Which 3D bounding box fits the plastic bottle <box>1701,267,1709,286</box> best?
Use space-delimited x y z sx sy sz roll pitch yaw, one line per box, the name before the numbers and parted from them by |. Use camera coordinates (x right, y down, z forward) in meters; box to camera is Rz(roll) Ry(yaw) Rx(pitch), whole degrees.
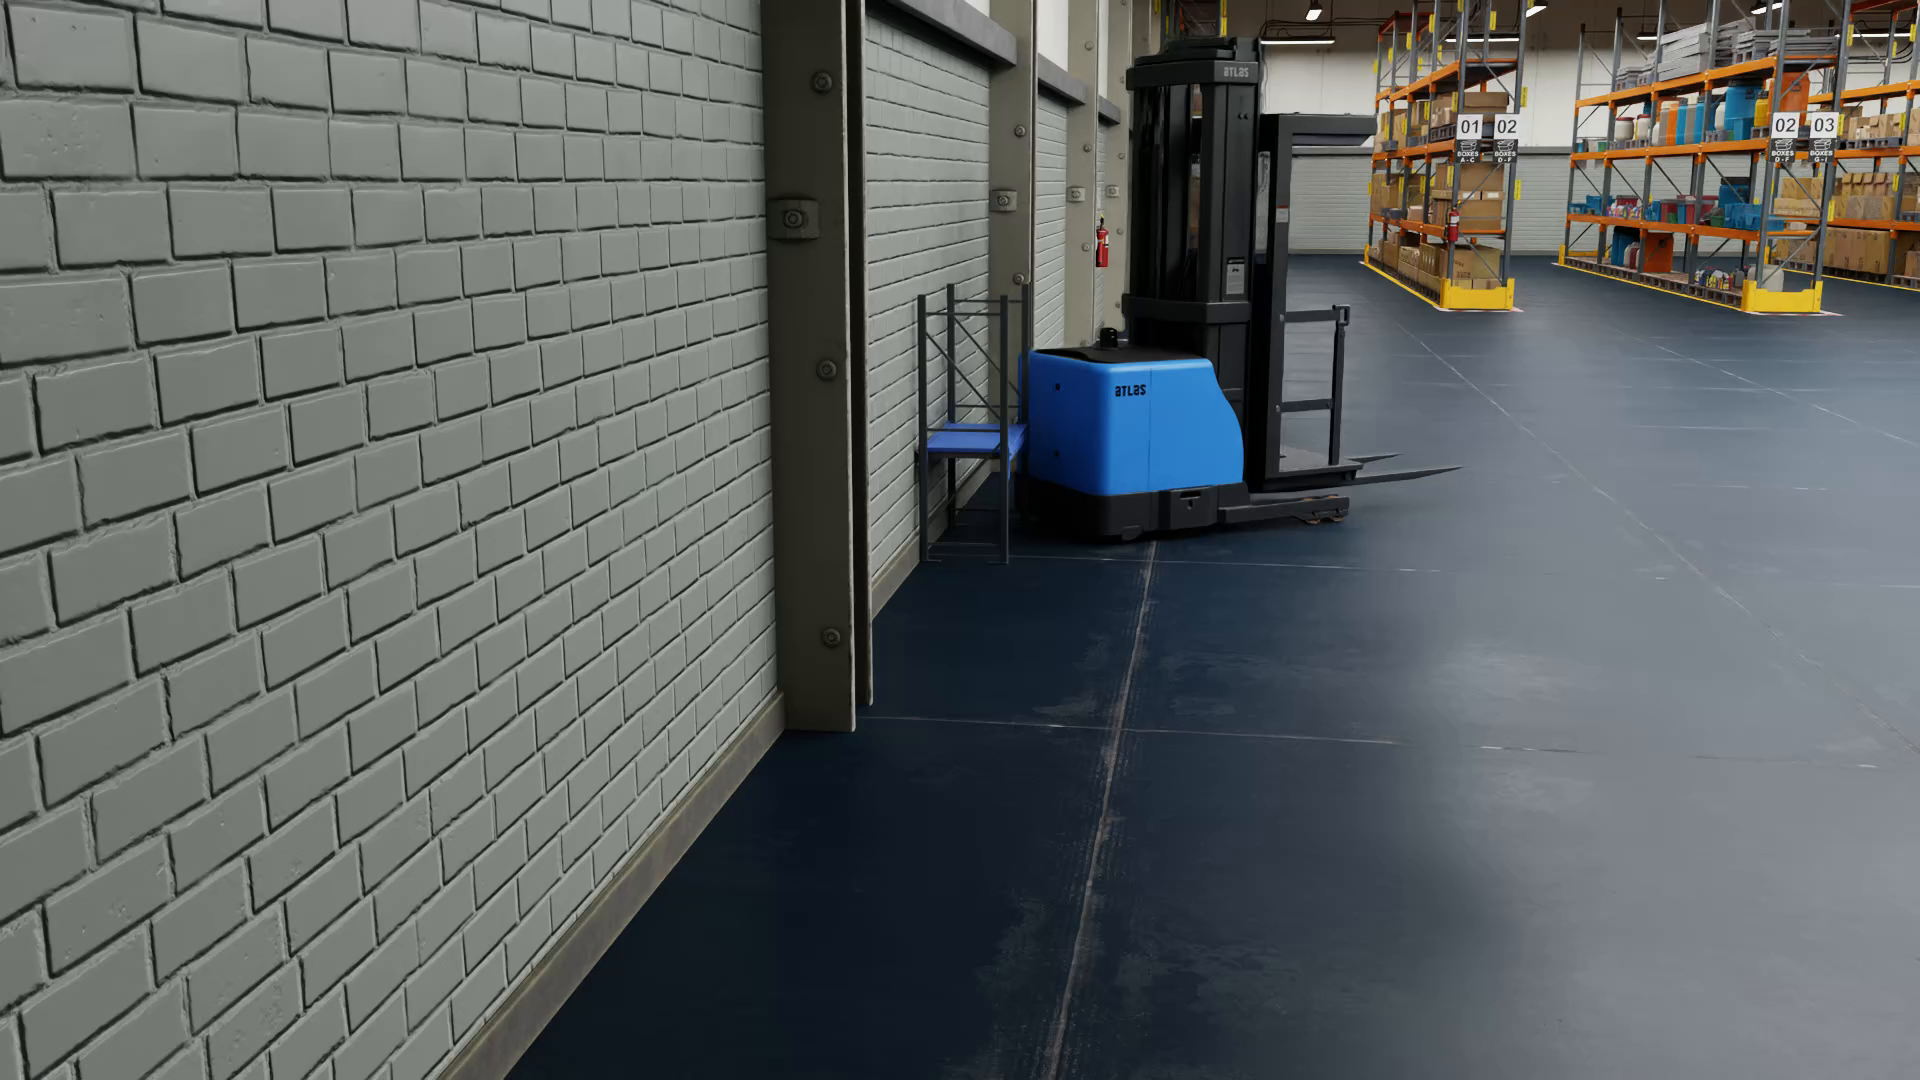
plastic bottle | 13.766 -4.860 30.670 0.144 0.351 0.185 2 12 10

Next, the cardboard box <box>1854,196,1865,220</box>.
cardboard box | 19.879 -7.244 36.251 0.500 0.500 0.500 2 12 10

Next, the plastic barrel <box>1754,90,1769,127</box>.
plastic barrel | 13.735 -7.267 28.031 0.600 0.588 0.600 0 12 0

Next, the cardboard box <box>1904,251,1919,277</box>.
cardboard box | 19.726 -5.620 33.840 0.700 0.500 0.500 1 12 6

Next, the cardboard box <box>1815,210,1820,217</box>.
cardboard box | 20.187 -7.605 38.757 0.380 0.149 0.250 2 12 10

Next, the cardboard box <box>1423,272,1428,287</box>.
cardboard box | 8.871 -4.823 30.781 0.500 0.250 0.500 2 12 9

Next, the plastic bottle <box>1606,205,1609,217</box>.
plastic bottle | 15.053 -7.641 38.604 0.061 0.283 0.133 2 12 9

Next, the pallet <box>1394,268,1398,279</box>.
pallet | 10.174 -5.880 36.776 1.003 0.211 1.213 2 12 9

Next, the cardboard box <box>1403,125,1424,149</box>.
cardboard box | 10.055 -8.696 35.866 0.910 0.500 0.500 2 12 9

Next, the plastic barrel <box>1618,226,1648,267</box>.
plastic barrel | 15.321 -6.680 37.852 0.600 0.901 0.708 2 12 9

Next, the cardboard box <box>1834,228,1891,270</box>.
cardboard box | 20.209 -6.446 36.832 1.225 0.875 0.875 1 12 7

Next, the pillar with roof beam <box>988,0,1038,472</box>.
pillar with roof beam | 4.634 -4.803 10.920 9.100 9.000 0.400 2 12 9

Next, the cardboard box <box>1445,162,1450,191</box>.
cardboard box | 9.113 -6.533 29.872 0.700 0.500 0.500 2 12 9

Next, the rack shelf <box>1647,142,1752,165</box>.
rack shelf | 14.608 -7.626 32.846 1.077 0.370 4.000 2 12 9

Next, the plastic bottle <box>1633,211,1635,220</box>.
plastic bottle | 14.672 -7.061 36.108 0.097 0.201 0.097 0 12 0

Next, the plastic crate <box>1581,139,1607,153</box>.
plastic crate | 15.639 -9.720 41.002 0.504 0.338 0.767 2 12 9

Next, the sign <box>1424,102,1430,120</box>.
sign | 8.869 -8.145 31.571 0.100 0.325 0.005 2 12 9

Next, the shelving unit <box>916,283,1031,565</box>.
shelving unit | 0.096 -0.711 9.731 0.538 1.500 1.048 2 12 9

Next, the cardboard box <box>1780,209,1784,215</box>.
cardboard box | 20.582 -8.140 41.239 0.380 0.149 0.250 2 12 7

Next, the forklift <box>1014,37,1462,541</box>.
forklift | 1.893 -1.622 10.564 3.031 2.935 1.130 -6 14 -27

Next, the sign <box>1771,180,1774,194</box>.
sign | 20.492 -8.913 41.991 0.100 0.325 0.005 2 12 9

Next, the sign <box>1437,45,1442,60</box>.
sign | 11.186 -11.371 38.805 0.100 0.325 0.005 2 12 9

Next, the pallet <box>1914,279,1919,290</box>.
pallet | 19.498 -4.988 32.638 1.003 0.211 1.213 2 12 9

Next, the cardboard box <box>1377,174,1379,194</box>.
cardboard box | 10.691 -8.889 41.510 0.500 0.500 0.500 2 12 8

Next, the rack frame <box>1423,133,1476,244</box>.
rack frame | 9.406 -6.256 31.903 1.000 3.000 0.127 2 12 9

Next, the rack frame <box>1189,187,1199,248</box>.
rack frame | 3.896 -5.583 28.780 1.000 3.000 0.127 2 12 9

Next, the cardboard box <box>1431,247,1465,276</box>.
cardboard box | 8.719 -4.981 29.736 0.500 0.500 0.500 2 12 9

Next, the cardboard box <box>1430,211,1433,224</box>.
cardboard box | 9.439 -6.287 32.401 0.500 0.250 0.500 3 12 12

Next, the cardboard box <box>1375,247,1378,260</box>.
cardboard box | 10.559 -7.106 41.184 0.500 0.311 0.500 2 12 9

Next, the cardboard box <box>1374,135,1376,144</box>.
cardboard box | 10.916 -10.293 42.684 0.500 0.250 0.500 2 12 9

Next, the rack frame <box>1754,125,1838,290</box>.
rack frame | 13.685 -5.262 27.291 1.000 3.000 0.127 2 12 9

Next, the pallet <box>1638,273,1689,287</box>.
pallet | 14.758 -5.404 34.569 1.003 0.211 1.213 2 12 9

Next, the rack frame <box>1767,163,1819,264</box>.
rack frame | 21.040 -8.432 42.001 1.000 3.000 0.127 2 12 9

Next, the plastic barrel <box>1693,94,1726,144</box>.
plastic barrel | 14.164 -7.919 31.309 0.600 0.901 0.708 2 12 9

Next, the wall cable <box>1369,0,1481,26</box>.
wall cable | 13.310 -15.999 47.456 3.097 2.526 0.112 2 12 9

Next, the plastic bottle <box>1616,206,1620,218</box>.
plastic bottle | 14.940 -7.423 37.611 0.152 0.276 0.135 2 12 9

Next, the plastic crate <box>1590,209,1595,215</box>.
plastic crate | 15.437 -7.897 40.026 0.437 0.125 0.590 2 12 9

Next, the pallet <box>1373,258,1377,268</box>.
pallet | 10.928 -6.956 41.769 1.003 0.211 1.213 2 12 9

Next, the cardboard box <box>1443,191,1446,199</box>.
cardboard box | 8.898 -6.198 29.856 0.380 0.149 0.250 2 12 8

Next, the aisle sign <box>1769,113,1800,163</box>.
aisle sign | 13.380 -6.528 26.992 0.394 0.787 0.004 2 12 9

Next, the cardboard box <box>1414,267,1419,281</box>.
cardboard box | 9.184 -5.213 32.592 0.500 0.250 0.500 2 12 8

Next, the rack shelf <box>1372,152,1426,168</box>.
rack shelf | 10.944 -9.452 41.322 1.077 0.370 4.000 2 12 9

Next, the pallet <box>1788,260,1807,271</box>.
pallet | 20.804 -6.647 40.335 1.003 0.211 1.213 2 12 9

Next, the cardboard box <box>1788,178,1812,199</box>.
cardboard box | 20.548 -8.568 40.499 0.500 0.500 0.500 2 12 7

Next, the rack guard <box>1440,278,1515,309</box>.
rack guard | 8.787 -4.196 28.279 1.175 0.500 0.348 2 12 9

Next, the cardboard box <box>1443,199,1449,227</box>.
cardboard box | 9.111 -5.891 29.973 0.700 0.500 0.500 2 12 10

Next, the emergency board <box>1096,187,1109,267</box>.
emergency board | 1.808 -3.995 21.410 0.194 1.169 0.643 2 12 9

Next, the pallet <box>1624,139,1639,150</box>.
pallet | 15.335 -8.732 36.718 1.003 0.211 1.213 2 12 9

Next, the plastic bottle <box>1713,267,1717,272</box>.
plastic bottle | 13.908 -4.856 30.648 0.144 0.351 0.185 2 12 9

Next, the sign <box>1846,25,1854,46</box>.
sign | 14.228 -8.074 26.594 0.100 0.325 0.005 2 12 9

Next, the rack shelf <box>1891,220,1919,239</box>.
rack shelf | 19.502 -5.999 32.417 1.077 0.370 4.000 2 12 9

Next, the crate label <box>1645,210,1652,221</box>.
crate label | 14.480 -6.770 34.685 0.303 0.233 0.416 2 12 9

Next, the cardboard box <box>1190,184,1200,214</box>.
cardboard box | 4.266 -5.976 29.131 0.500 0.500 0.500 2 12 9

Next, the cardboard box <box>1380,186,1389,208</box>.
cardboard box | 10.343 -8.084 39.151 0.700 0.500 0.500 -2 12 -10
